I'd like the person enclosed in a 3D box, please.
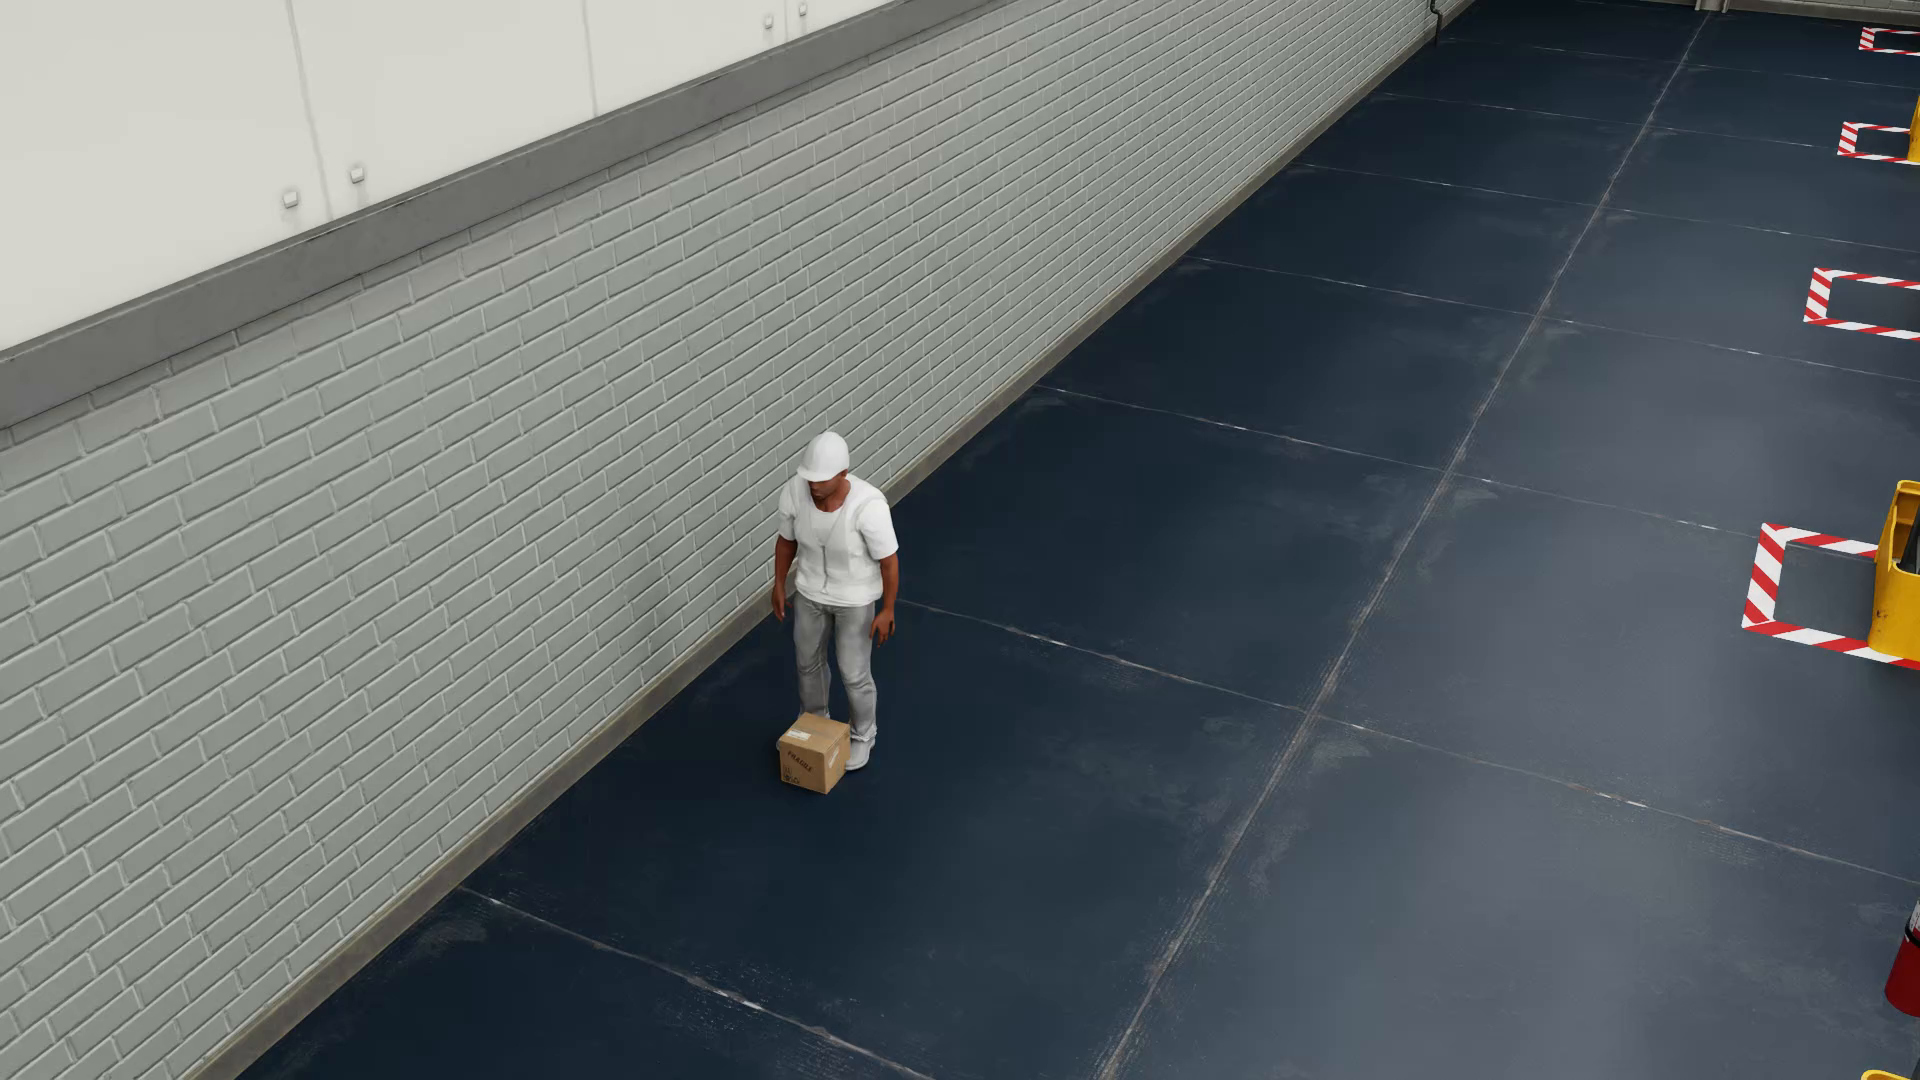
[{"bbox_3d":[-0.591,0.271,7.802,0.636,1.761,0.454,13,32,21],"label":"person"}]
